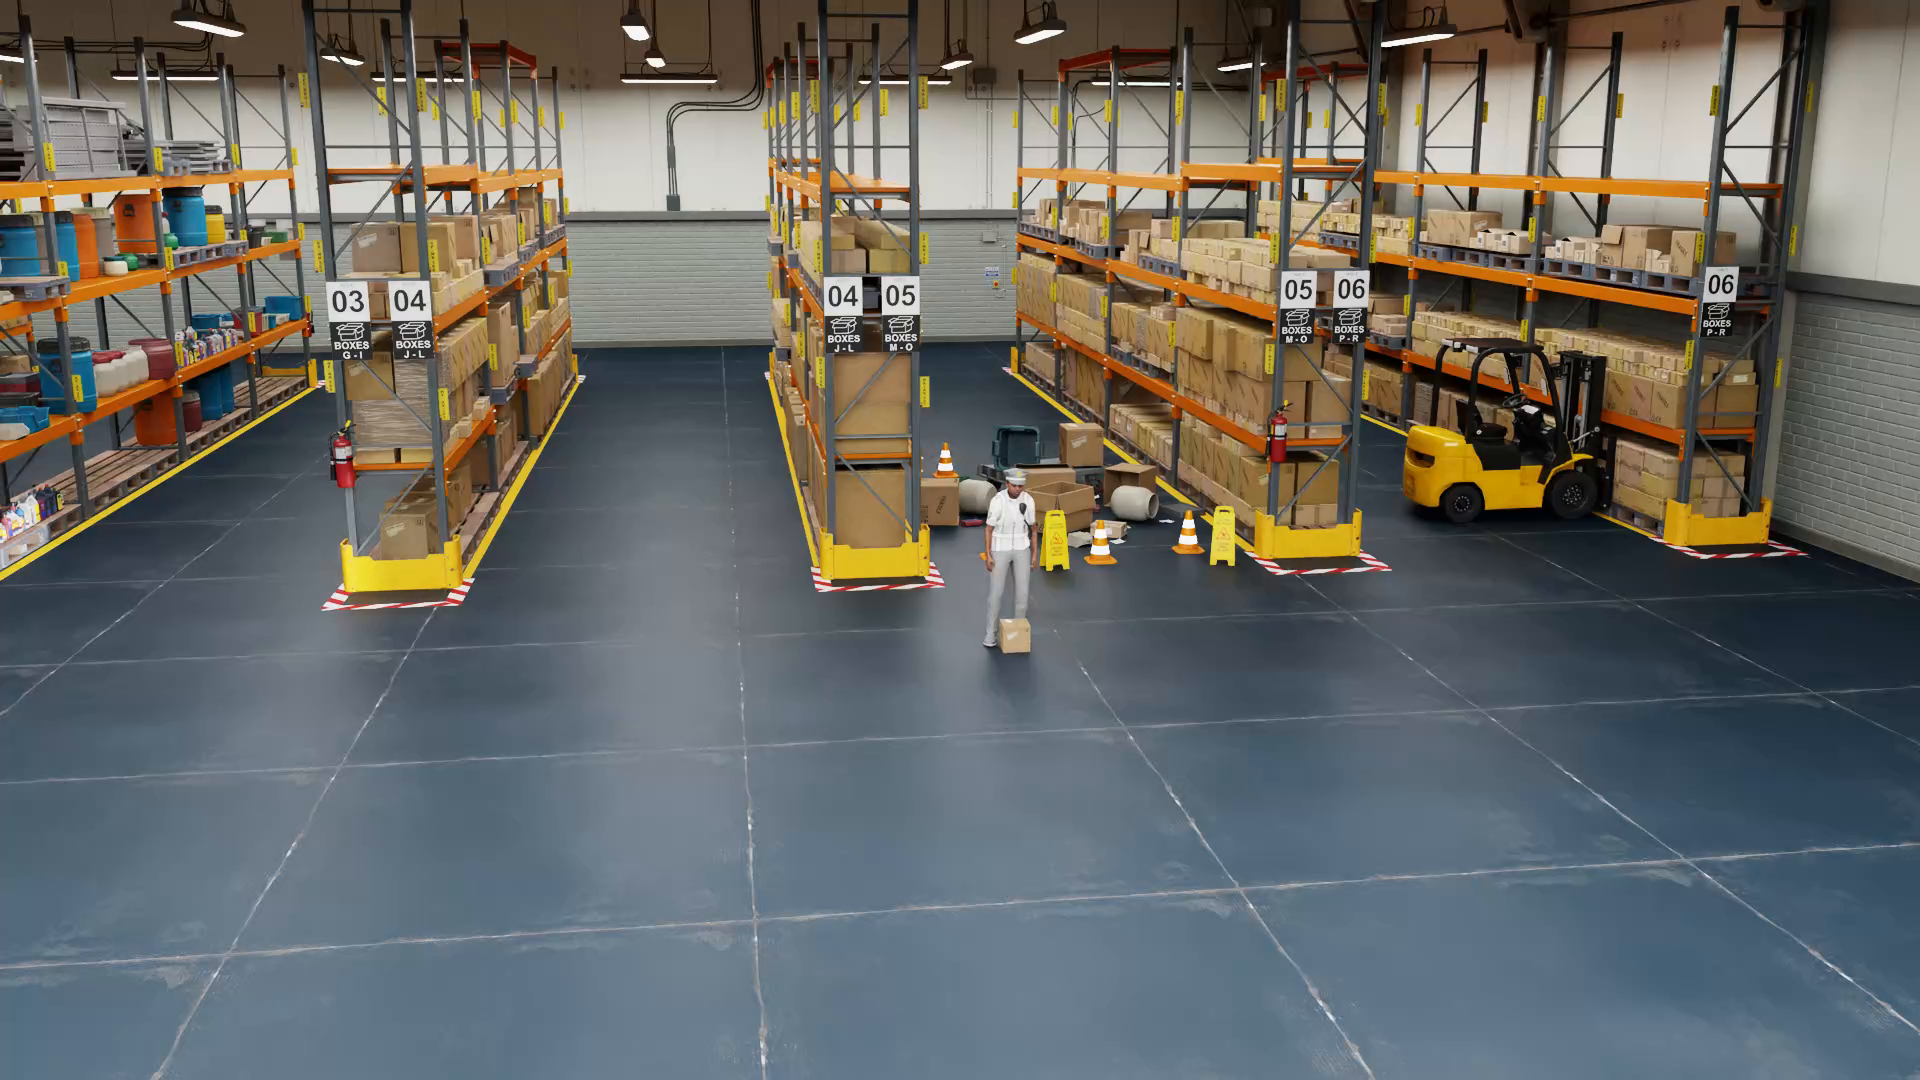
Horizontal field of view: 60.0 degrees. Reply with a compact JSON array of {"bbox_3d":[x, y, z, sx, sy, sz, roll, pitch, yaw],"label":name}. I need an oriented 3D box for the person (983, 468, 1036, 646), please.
[{"bbox_3d":[0.456,0.143,15.382,0.505,1.660,0.392,-2,13,-8],"label":"person"}]
